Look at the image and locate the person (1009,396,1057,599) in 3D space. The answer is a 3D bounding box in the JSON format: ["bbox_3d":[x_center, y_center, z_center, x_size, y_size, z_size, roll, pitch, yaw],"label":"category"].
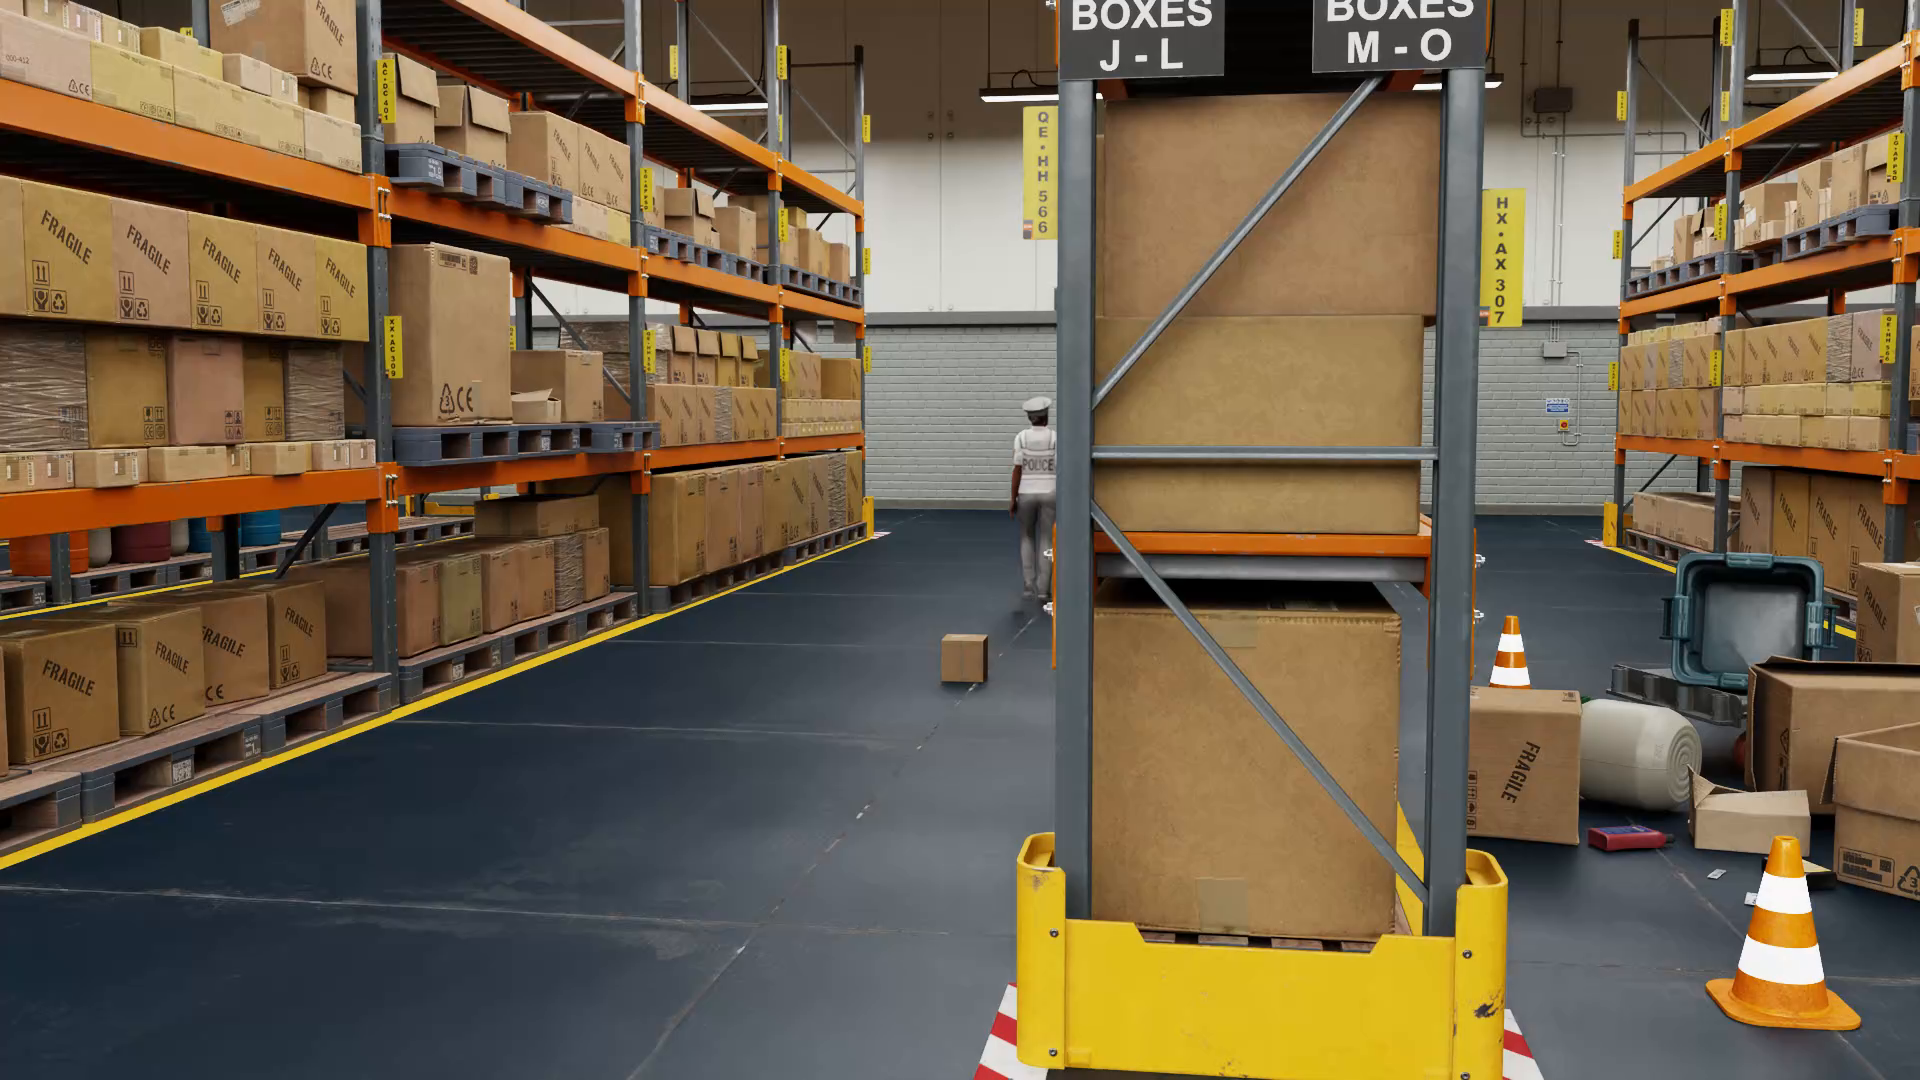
[{"bbox_3d":[0.671,-0.320,13.876,0.483,1.752,0.502,1,5,10],"label":"person"}]
